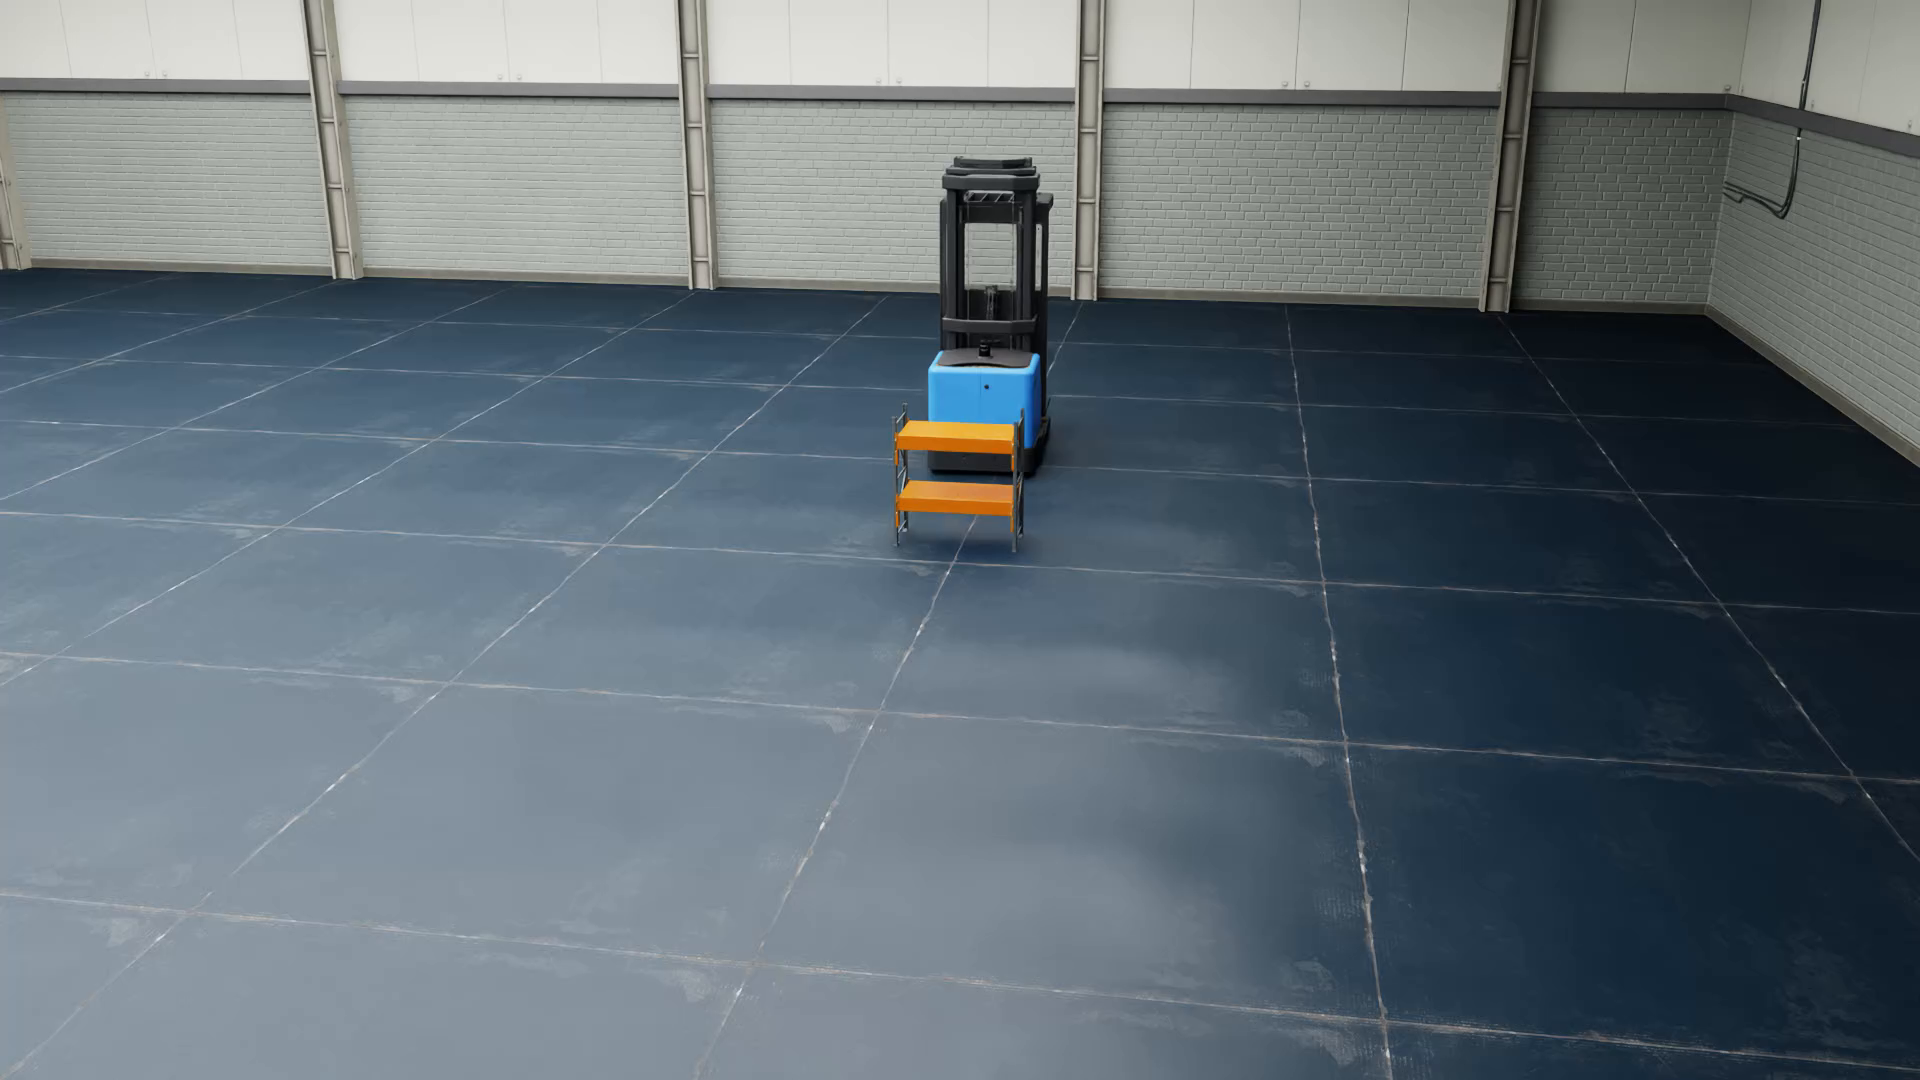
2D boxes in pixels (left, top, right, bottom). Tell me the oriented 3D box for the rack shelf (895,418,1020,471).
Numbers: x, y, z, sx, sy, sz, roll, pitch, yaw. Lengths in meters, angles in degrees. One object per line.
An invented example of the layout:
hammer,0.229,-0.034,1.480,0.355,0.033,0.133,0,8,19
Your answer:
rack shelf,-0.007,-0.811,14.033,1.000,0.278,0.538,3,19,9

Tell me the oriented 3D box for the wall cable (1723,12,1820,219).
wall cable,10.518,-5.601,21.754,0.112,2.526,3.097,3,19,9

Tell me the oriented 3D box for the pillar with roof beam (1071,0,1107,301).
pillar with roof beam,1.213,-6.589,19.815,0.400,9.000,9.100,3,19,9

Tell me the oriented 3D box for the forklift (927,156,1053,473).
forklift,0.370,-2.464,17.048,1.130,2.935,3.031,2,19,6

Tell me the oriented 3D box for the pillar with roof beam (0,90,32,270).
pillar with roof beam,-16.559,-7.495,22.522,0.400,9.000,9.100,3,19,9

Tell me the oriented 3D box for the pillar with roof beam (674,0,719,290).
pillar with roof beam,-4.711,-6.891,20.717,0.400,9.000,9.100,3,19,9

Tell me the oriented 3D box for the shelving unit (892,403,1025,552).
shelving unit,-0.007,-0.534,14.126,1.048,1.125,0.538,3,19,9

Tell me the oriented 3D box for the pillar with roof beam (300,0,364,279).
pillar with roof beam,-10.635,-7.193,21.620,0.400,9.000,9.100,3,19,9

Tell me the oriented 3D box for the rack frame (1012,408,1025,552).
rack frame,0.495,-0.508,14.049,0.032,1.125,0.500,3,19,9

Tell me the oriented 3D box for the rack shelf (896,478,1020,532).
rack shelf,-0.007,-0.302,14.203,1.000,0.278,0.538,3,19,9

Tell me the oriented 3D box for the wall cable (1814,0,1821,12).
wall cable,10.089,-7.149,18.420,0.112,2.526,3.097,3,19,9

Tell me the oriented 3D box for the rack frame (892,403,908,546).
rack frame,-0.509,-0.559,14.202,0.032,1.125,0.500,3,19,9

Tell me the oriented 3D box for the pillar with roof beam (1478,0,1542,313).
pillar with roof beam,7.137,-6.287,18.912,0.400,9.000,9.100,3,19,9
